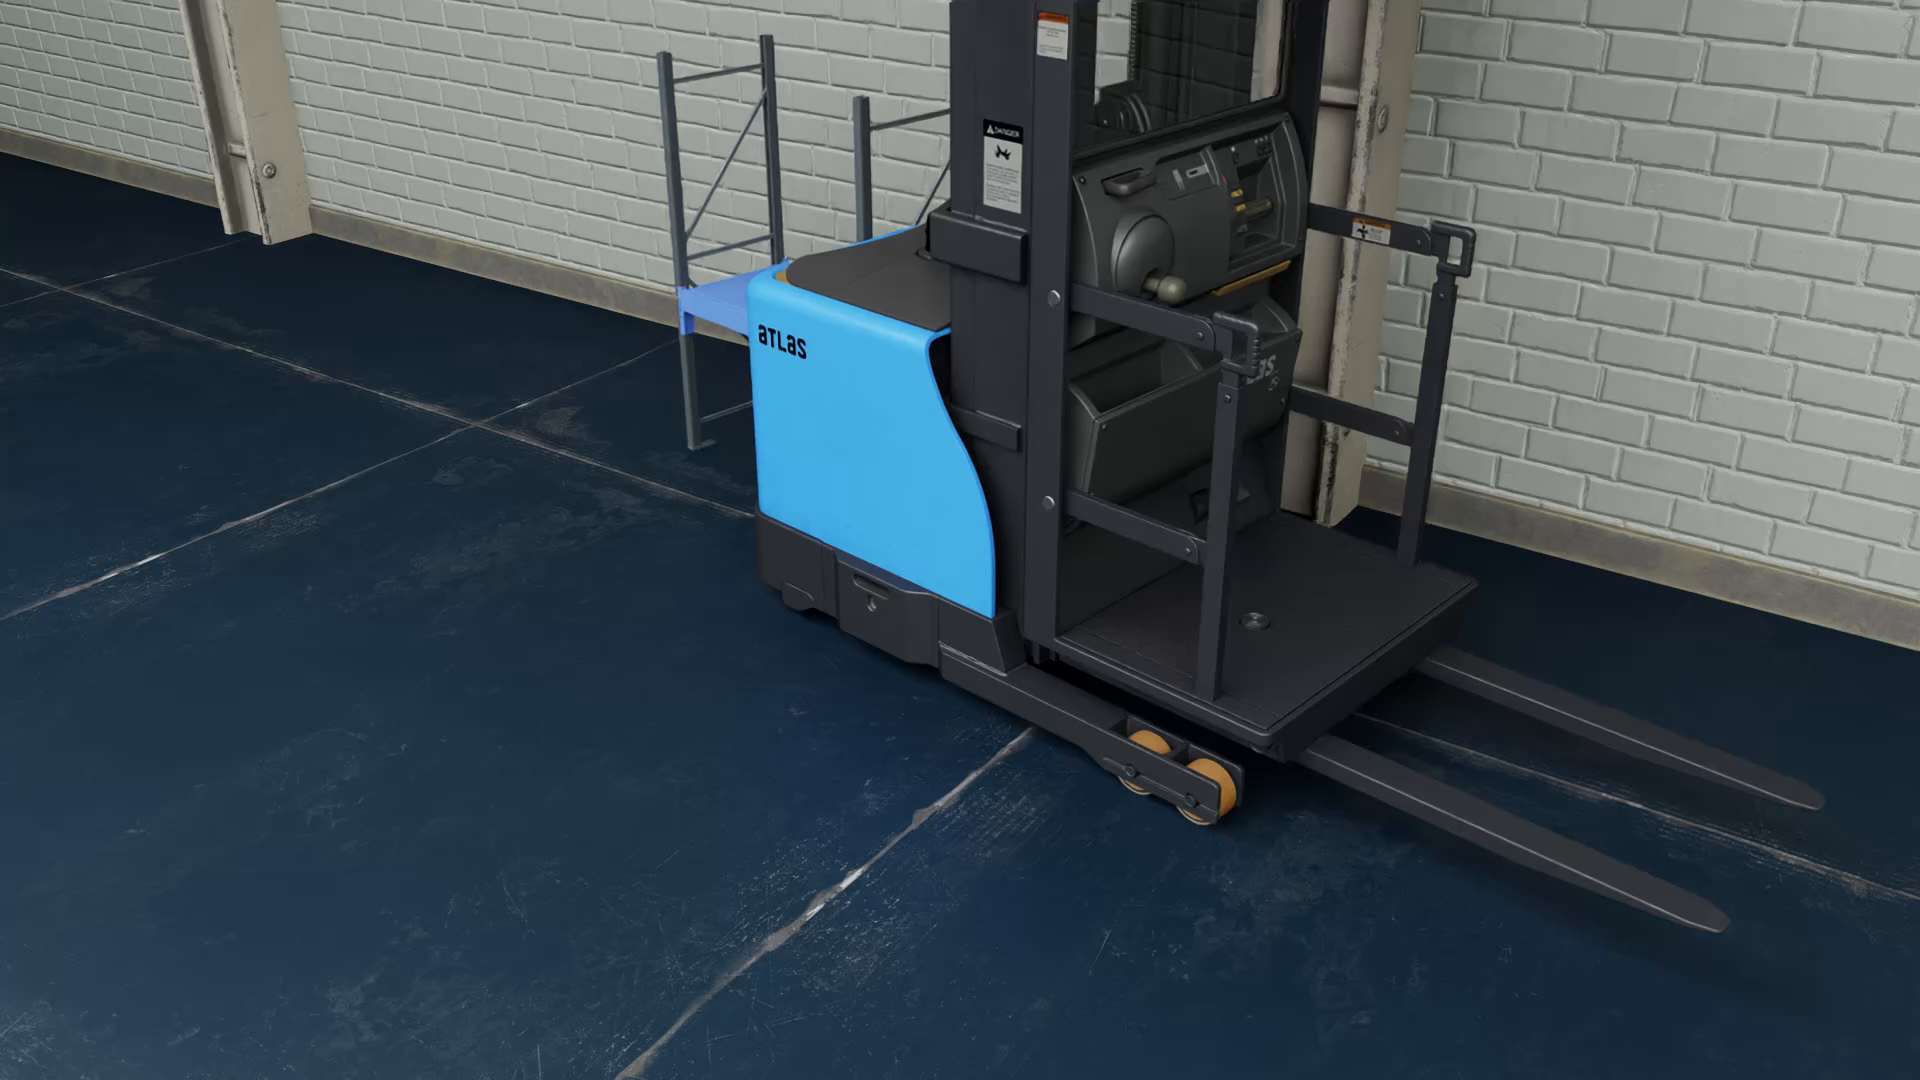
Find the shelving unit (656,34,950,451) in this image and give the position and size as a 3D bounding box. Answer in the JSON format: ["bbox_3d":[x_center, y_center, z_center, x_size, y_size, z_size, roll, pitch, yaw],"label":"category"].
[{"bbox_3d":[-0.506,-0.934,5.932,1.048,1.500,0.538,24,36,39],"label":"shelving unit"}]

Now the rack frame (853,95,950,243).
[{"bbox_3d":[-0.145,-0.772,5.613,0.032,1.500,0.500,24,36,39],"label":"rack frame"}]

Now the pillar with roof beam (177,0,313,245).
[{"bbox_3d":[-6.180,-4.075,3.836,0.400,9.000,9.100,17,32,30],"label":"pillar with roof beam"}]

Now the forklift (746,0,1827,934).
[{"bbox_3d":[0.767,-0.838,4.165,3.031,2.935,1.130,23,35,38],"label":"forklift"}]

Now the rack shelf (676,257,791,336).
[{"bbox_3d":[-0.506,-0.774,6.014,1.000,0.185,0.538,24,36,39],"label":"rack shelf"}]

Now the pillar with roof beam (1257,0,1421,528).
[{"bbox_3d":[-1.235,-2.534,0.808,0.400,9.000,9.100,17,32,30],"label":"pillar with roof beam"}]

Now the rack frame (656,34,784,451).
[{"bbox_3d":[-0.866,-1.097,6.251,0.032,1.500,0.500,24,36,39],"label":"rack frame"}]
